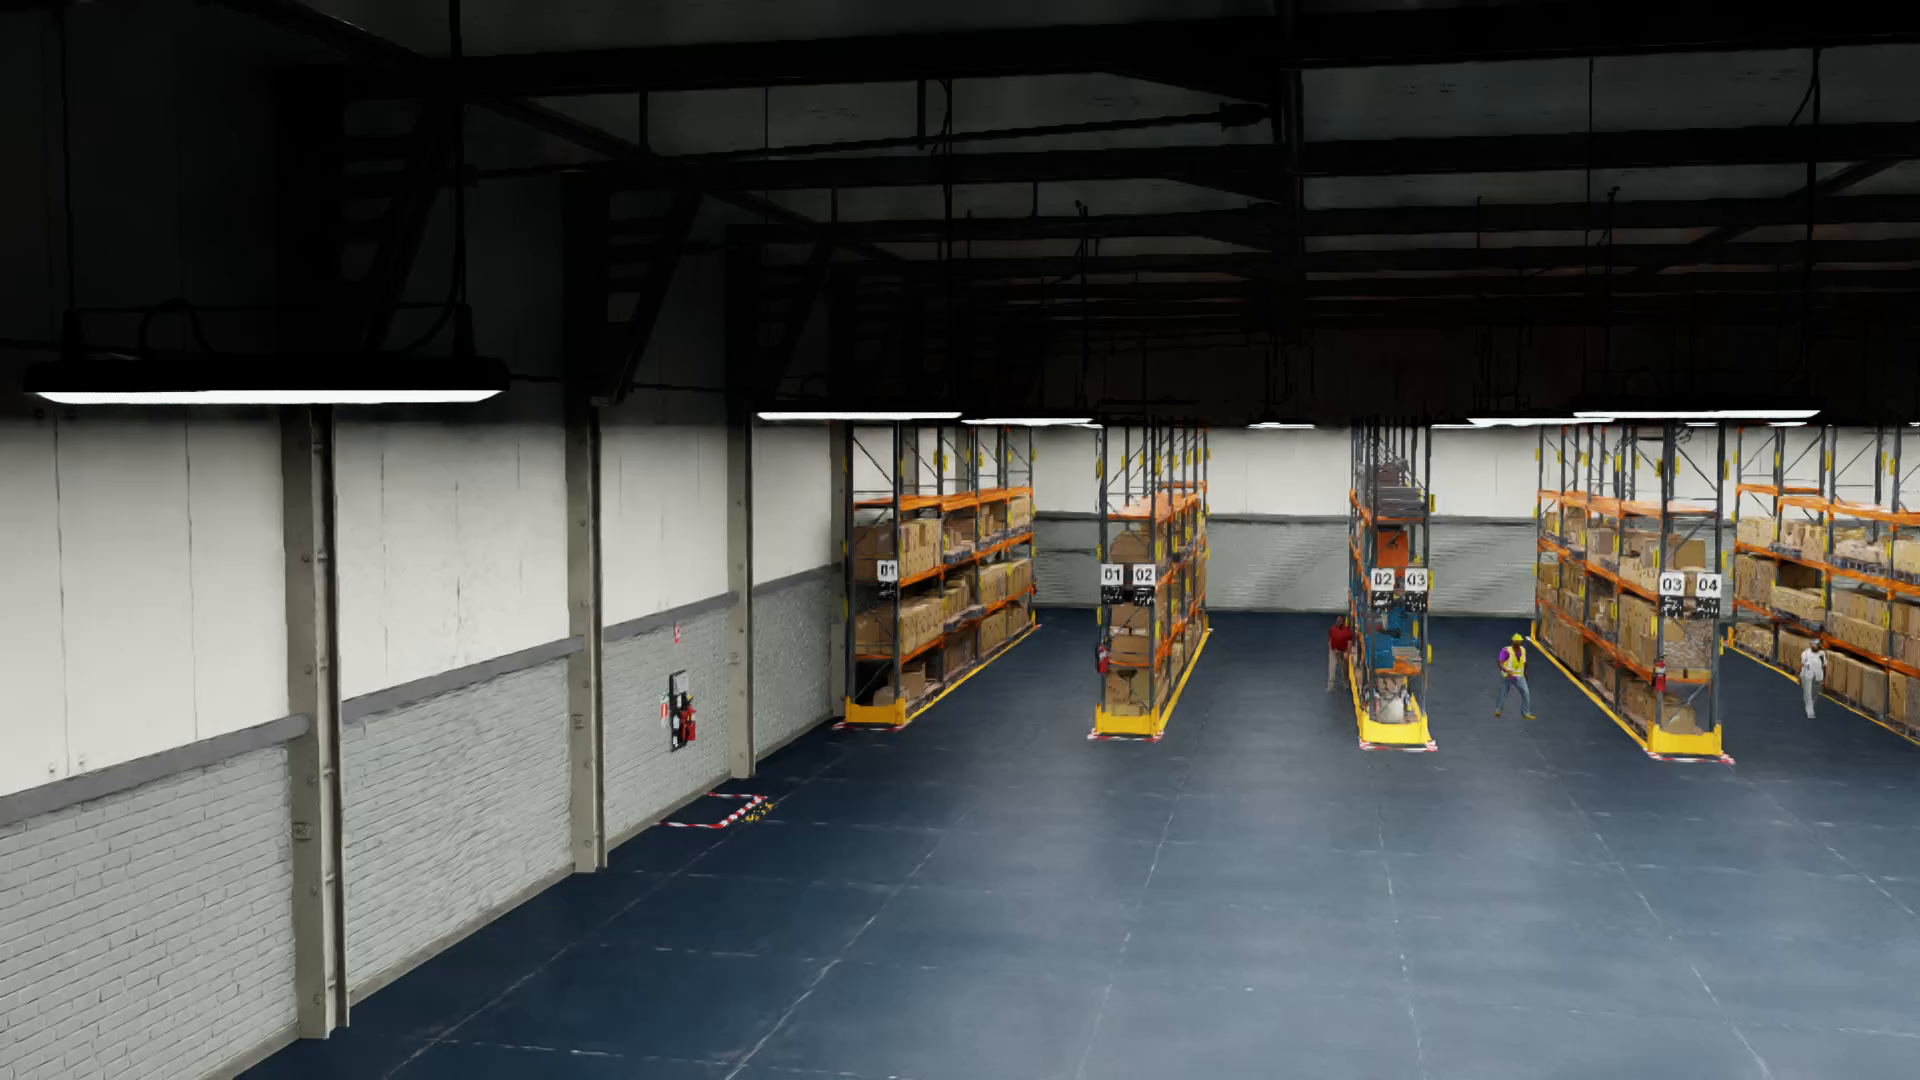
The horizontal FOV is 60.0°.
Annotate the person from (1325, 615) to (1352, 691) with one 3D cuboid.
[{"bbox_3d":[8.279,2.461,36.239,0.535,1.657,1.029,1,4,21],"label":"person"}]

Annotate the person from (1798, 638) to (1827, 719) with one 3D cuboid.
[{"bbox_3d":[16.947,2.720,33.005,0.481,1.583,1.093,1,4,9],"label":"person"}]

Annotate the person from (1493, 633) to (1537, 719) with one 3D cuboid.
[{"bbox_3d":[10.938,2.678,32.887,0.710,1.703,0.832,0,4,-4],"label":"person"}]
